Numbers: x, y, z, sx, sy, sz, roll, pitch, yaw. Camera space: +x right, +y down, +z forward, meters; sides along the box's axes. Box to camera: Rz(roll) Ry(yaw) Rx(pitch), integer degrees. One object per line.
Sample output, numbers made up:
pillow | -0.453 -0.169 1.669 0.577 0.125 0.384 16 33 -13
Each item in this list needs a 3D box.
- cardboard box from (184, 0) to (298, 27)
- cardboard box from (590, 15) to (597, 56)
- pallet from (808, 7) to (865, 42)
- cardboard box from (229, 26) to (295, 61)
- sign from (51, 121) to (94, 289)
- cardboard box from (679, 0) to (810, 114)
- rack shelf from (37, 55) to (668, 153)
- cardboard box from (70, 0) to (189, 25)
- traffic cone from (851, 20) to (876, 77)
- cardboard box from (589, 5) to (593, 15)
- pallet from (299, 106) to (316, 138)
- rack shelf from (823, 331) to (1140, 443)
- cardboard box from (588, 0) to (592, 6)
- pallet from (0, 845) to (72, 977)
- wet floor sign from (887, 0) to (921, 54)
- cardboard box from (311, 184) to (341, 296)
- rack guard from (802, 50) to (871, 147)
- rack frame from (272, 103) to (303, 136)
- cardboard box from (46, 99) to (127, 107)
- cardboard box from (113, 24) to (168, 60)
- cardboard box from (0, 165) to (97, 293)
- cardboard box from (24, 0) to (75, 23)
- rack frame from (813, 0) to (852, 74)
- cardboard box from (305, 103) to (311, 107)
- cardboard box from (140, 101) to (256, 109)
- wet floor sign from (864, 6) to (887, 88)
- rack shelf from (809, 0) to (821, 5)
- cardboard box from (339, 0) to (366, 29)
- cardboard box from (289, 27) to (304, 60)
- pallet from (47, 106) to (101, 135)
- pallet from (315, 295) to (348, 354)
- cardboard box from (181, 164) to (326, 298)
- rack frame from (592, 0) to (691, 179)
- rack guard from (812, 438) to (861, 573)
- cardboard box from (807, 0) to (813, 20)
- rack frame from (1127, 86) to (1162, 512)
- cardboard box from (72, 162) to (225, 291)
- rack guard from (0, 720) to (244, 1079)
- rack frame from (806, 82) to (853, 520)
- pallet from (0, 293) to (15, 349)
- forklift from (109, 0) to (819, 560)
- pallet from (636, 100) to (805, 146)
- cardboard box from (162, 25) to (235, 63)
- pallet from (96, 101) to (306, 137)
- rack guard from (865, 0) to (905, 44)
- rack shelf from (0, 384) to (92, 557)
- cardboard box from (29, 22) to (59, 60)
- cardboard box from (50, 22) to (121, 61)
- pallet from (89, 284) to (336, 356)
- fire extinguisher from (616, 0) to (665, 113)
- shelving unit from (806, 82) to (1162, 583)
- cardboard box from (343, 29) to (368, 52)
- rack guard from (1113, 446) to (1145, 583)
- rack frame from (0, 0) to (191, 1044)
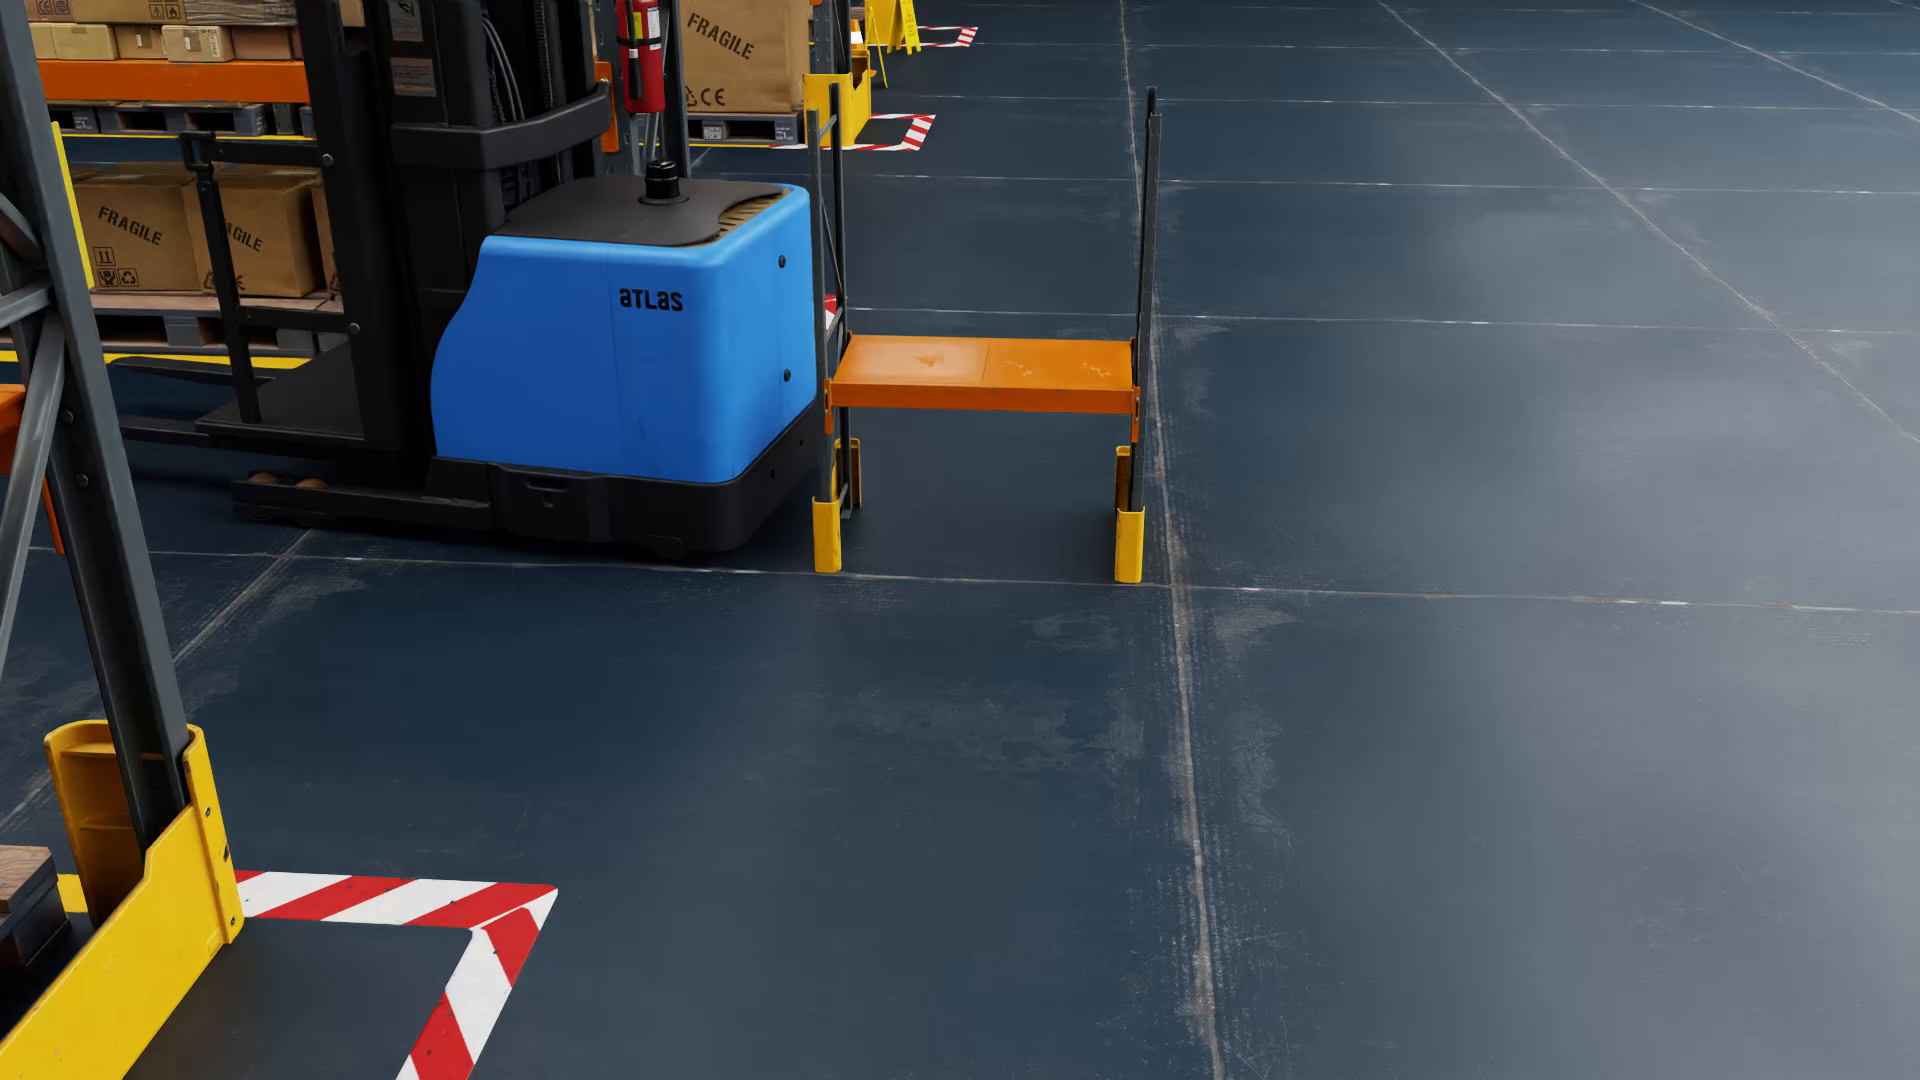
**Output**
cardboard box | -2.951 -2.553 7.235 0.500 0.500 0.875 2 25 4
cardboard box | -1.702 -2.153 7.140 0.250 0.149 0.380 2 25 4
pallet | -1.526 -5.250 16.908 1.213 0.211 1.003 2 25 4
cardboard box | -2.950 -2.186 7.212 0.250 0.149 0.380 2 25 4
sign | -1.735 -0.634 3.209 0.005 0.325 0.100 2 25 4
cardboard box | -1.603 -3.627 12.084 0.875 0.875 0.875 2 25 4
rack shelf | -3.396 -2.081 7.544 4.000 0.370 1.077 2 25 4
cardboard box | -3.449 -2.574 7.280 0.500 0.500 0.875 2 25 4
traffic cone | -0.917 -4.324 14.594 0.334 0.463 0.336 2 25 4
cardboard box | -1.668 -2.338 7.543 0.250 0.149 0.380 2 25 4
pallet | -4.158 -3.212 12.478 1.213 0.211 1.003 2 25 4
rack shelf | 0.085 -0.515 5.506 1.000 0.185 0.538 2 25 4
cardboard box | -1.948 -2.553 7.235 0.500 0.500 0.875 2 25 4
pallet | -2.670 0.976 3.376 1.213 0.211 1.003 2 25 4
wet floor sign | -0.536 -4.952 15.741 0.232 0.644 0.267 11 27 22
cardboard box | -2.622 -1.431 7.759 0.500 0.500 0.500 8 26 18
rack guard | -0.898 -3.271 12.261 0.348 0.500 1.175 2 25 4
rack frame | -4.910 -4.536 12.019 0.127 3.000 1.000 2 25 4
cardboard box | -6.497 -3.719 12.433 0.750 0.750 1.050 2 25 4
cardboard box | -3.450 -2.194 7.230 0.250 0.149 0.380 2 25 4
cardboard box | -4.423 -1.482 7.871 0.500 0.500 0.500 10 27 21
cardboard box | -3.944 -2.607 7.353 0.500 0.500 0.875 2 25 4
rack frame | -0.922 -4.408 11.741 0.127 3.000 1.000 2 25 4
cardboard box | -4.288 -3.712 12.268 0.875 0.875 0.875 2 25 5
cardboard box | -5.536 -3.687 12.363 0.750 0.750 1.050 2 25 4
wet floor sign | -0.741 -4.162 14.024 0.232 0.644 0.267 -2 25 -5
rack shelf | -2.916 -4.145 12.030 4.000 0.370 1.077 2 25 4
cardboard box | -2.456 -2.519 7.161 0.500 0.500 0.875 2 25 4
cardboard box | -2.699 -2.187 7.215 0.250 0.149 0.380 2 25 4
pallet | -6.905 -3.300 12.669 1.213 0.211 1.003 2 25 4
pallet | -2.285 -1.120 7.932 1.213 0.211 1.003 2 25 4
cardboard box | -3.245 -1.459 7.820 0.500 0.500 0.500 4 25 9
rack frame | -1.402 -2.344 7.255 0.127 3.000 1.000 2 25 4
rack guard | -0.421 -0.127 5.727 0.087 0.250 0.587 2 25 4
cardboard box | -1.494 -5.330 16.532 0.500 0.250 0.500 2 25 4
rack frame | 0.592 -0.662 5.395 0.032 1.500 0.500 2 25 4
cardboard box | -3.798 -1.495 7.899 0.500 0.500 0.500 0 25 -1
rack guard | -1.861 0.873 3.254 0.348 0.500 1.175 2 25 4
rack frame | -0.422 -0.695 5.466 0.032 1.500 0.500 2 25 4
pallet | -4.718 -1.198 8.101 1.213 0.211 1.003 2 25 4
forklift | -2.078 -1.584 5.687 3.031 2.935 1.130 6 25 13
pallet | -1.725 -3.134 12.308 1.213 0.211 1.003 2 25 4
cardboard box | -3.206 -2.157 7.149 0.250 0.149 0.380 2 25 4
pallet | -5.685 -3.262 12.587 1.213 0.211 1.003 2 25 4
rack guard | -0.719 -5.341 16.759 0.348 0.500 1.175 2 25 4
rack shelf | -3.775 -0.017 3.058 4.000 0.370 1.077 2 25 4
cardboard box | -3.951 -2.196 7.234 0.250 0.149 0.380 2 25 4
cardboard box | -3.702 -2.183 7.206 0.250 0.149 0.380 2 25 4
pallet | -3.498 -1.160 8.019 1.213 0.211 1.003 2 25 4
fire extinguisher | -1.323 -2.113 6.846 0.183 0.674 0.296 2 25 4
shelving unit | 0.076 -0.679 5.431 1.083 1.500 0.587 2 25 4
cardboard box | -2.452 -2.162 7.160 0.250 0.149 0.380 2 25 4
rack guard | 0.573 -0.095 5.658 0.087 0.250 0.587 2 25 4
rack frame | -1.781 -0.279 2.769 0.127 3.000 1.000 2 25 4
